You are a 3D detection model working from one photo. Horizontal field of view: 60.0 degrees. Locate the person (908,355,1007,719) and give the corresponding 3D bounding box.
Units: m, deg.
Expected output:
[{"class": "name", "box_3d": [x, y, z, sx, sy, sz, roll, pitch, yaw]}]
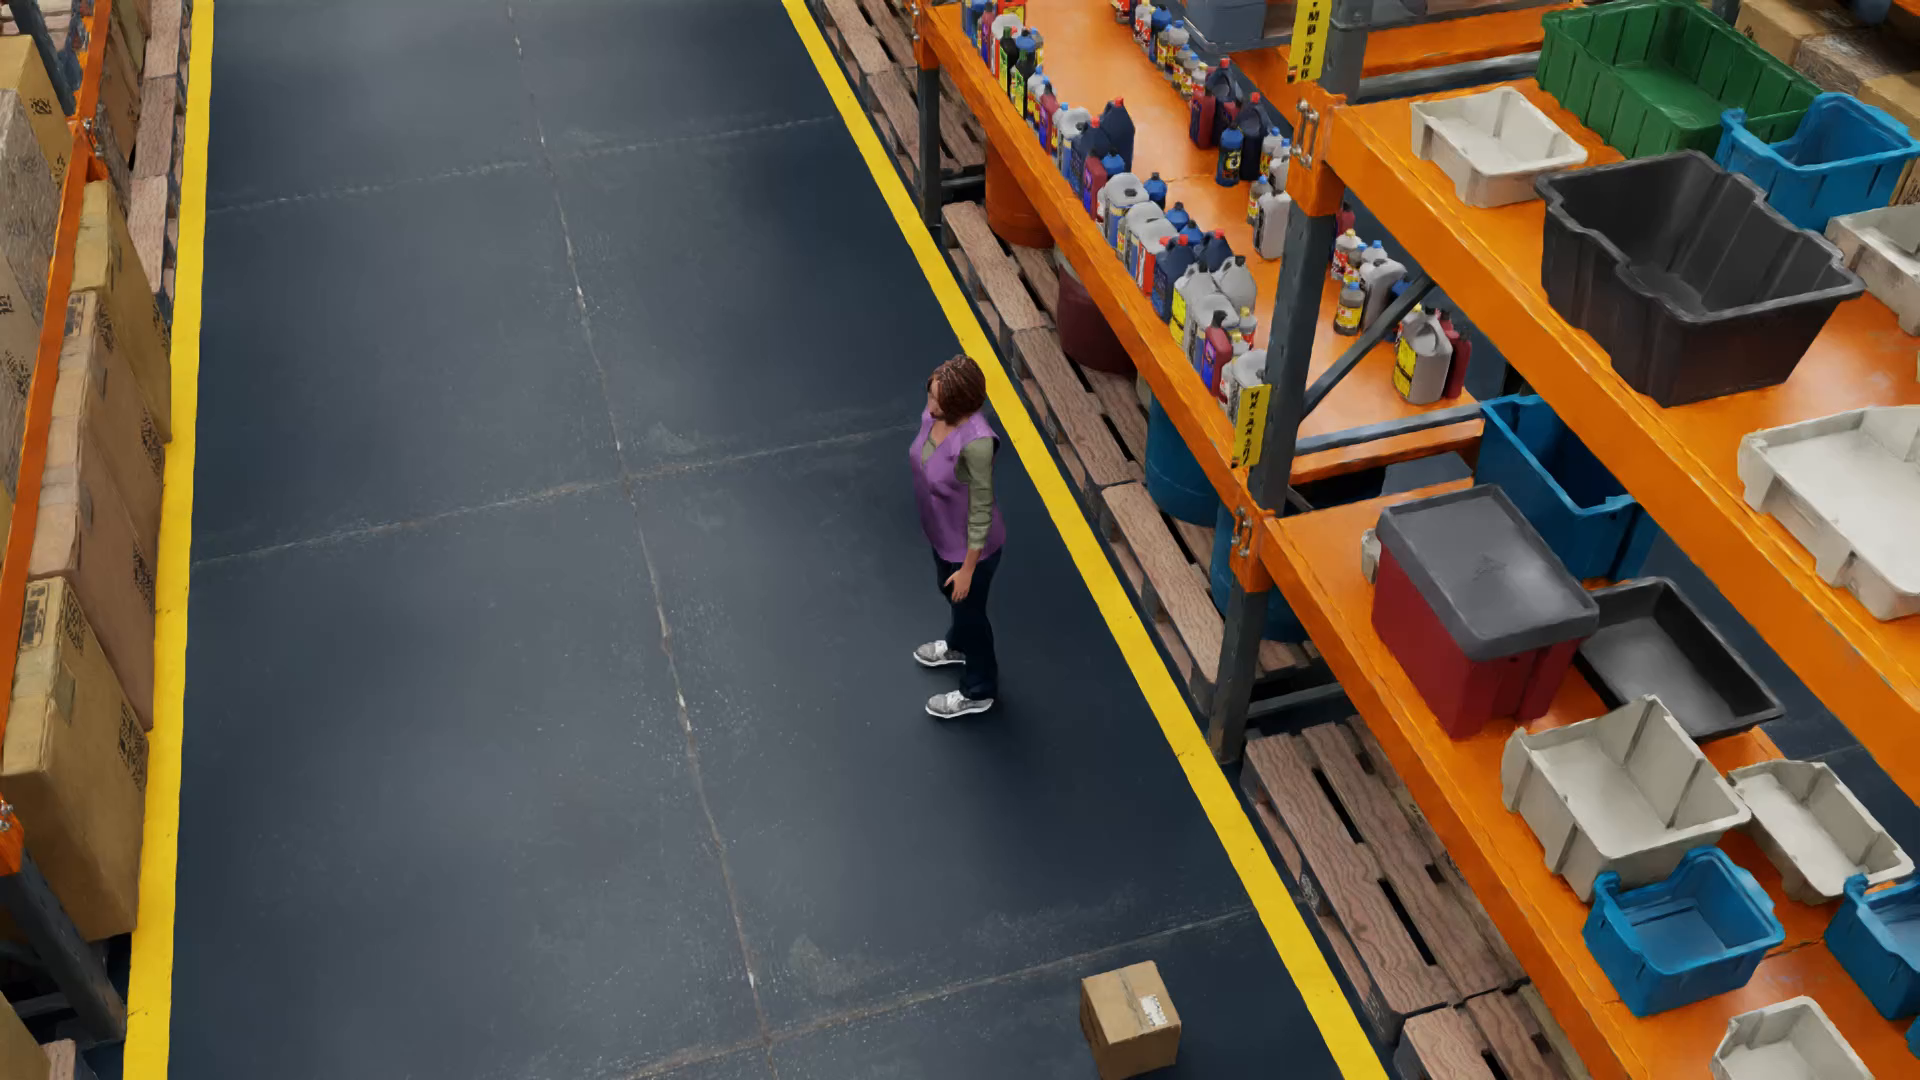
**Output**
[{"class": "person", "box_3d": [-0.013, 0.005, 6.137, 0.345, 1.589, 0.475, -17, 46, -18]}]
